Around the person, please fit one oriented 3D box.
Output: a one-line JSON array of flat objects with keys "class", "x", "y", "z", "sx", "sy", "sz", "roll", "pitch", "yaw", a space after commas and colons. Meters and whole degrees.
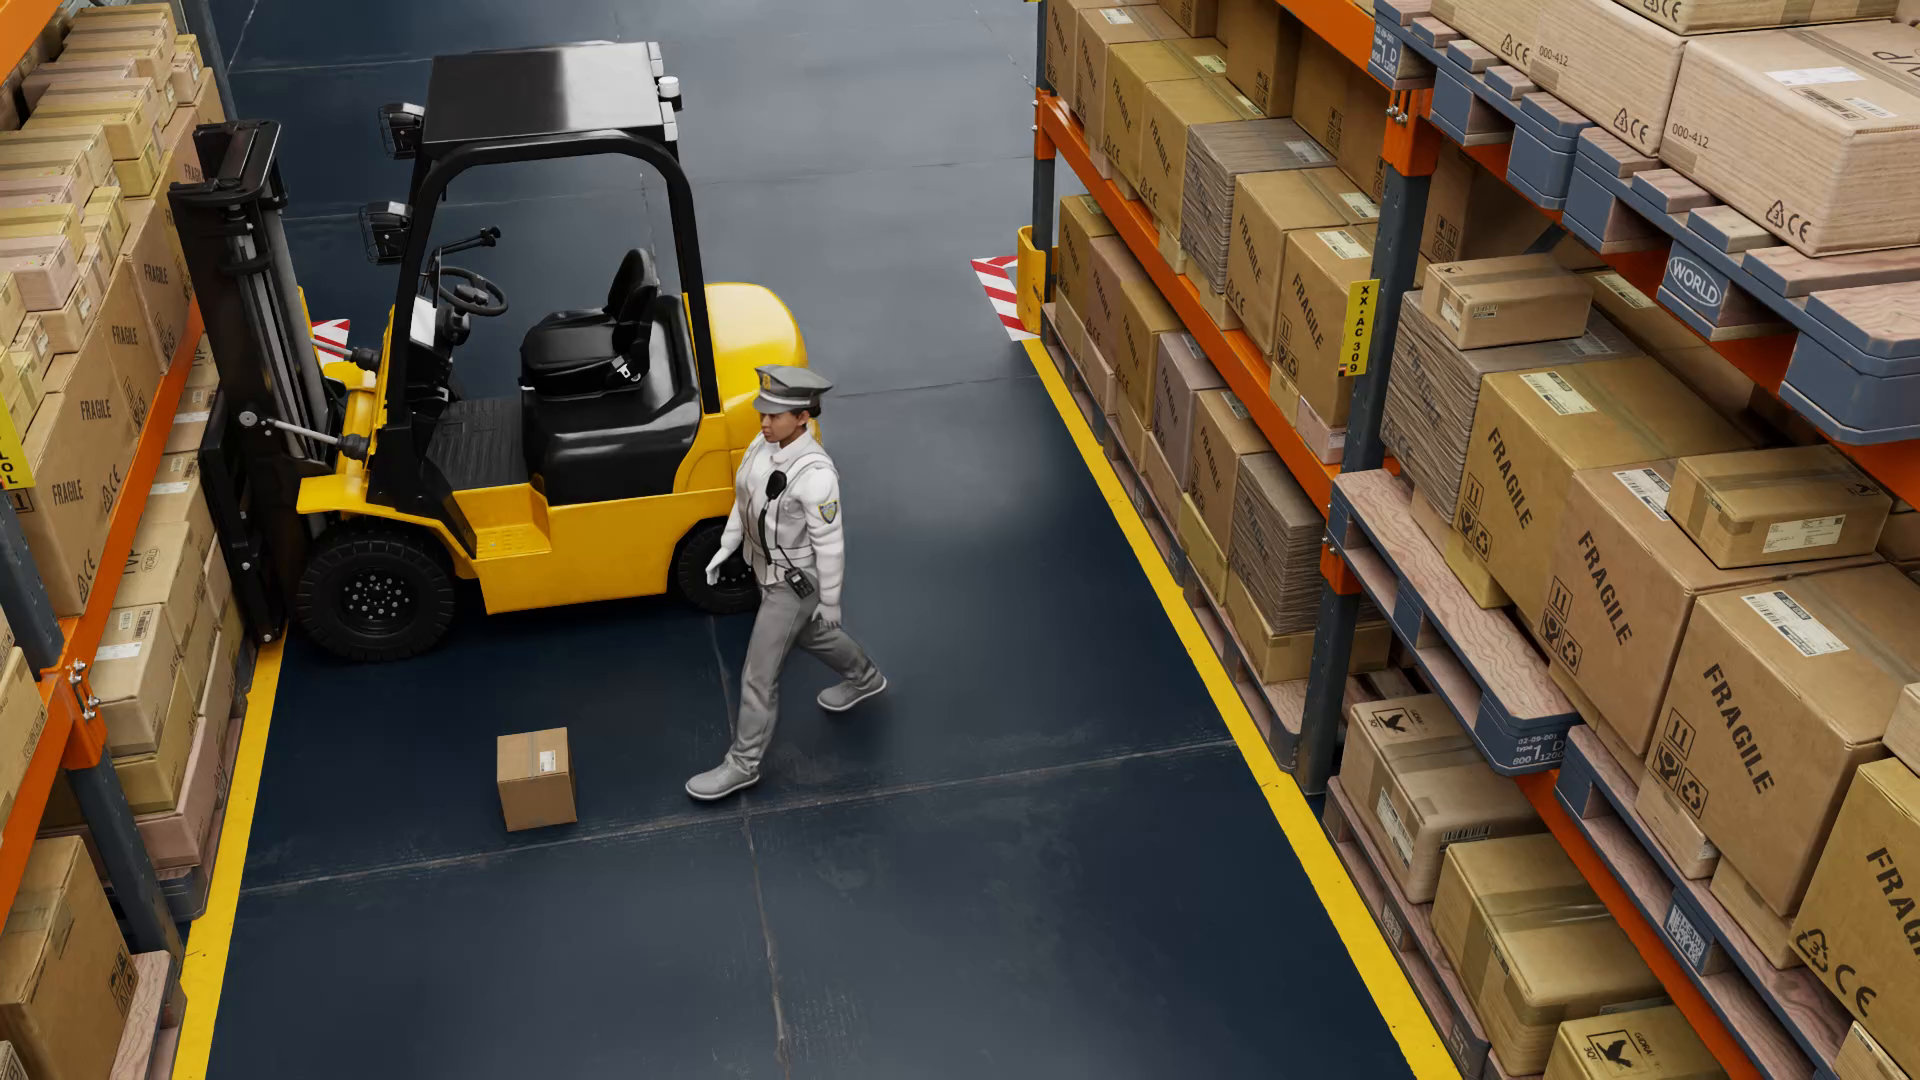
[{"class": "person", "x": -0.658, "y": 0.111, "z": 5.955, "sx": 0.902, "sy": 1.645, "sz": 0.505, "roll": -16, "pitch": 38, "yaw": -21}]
